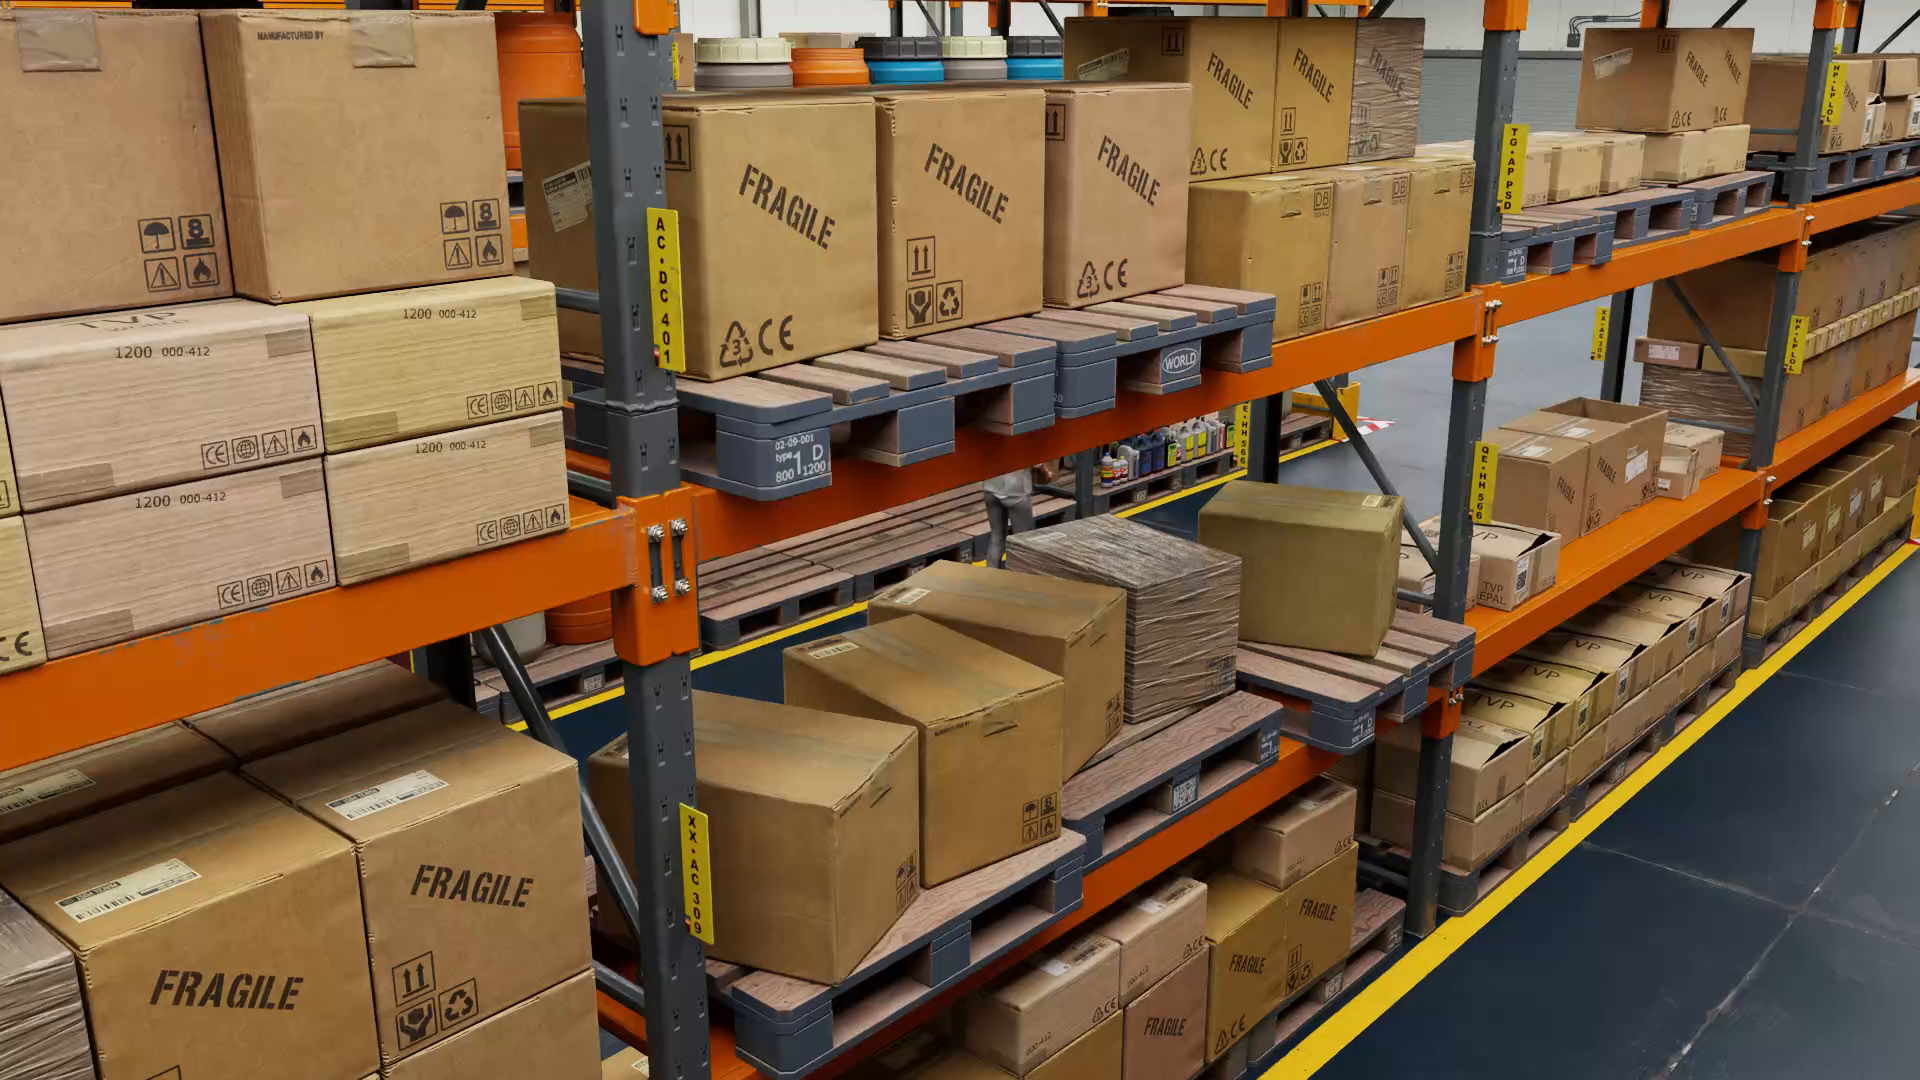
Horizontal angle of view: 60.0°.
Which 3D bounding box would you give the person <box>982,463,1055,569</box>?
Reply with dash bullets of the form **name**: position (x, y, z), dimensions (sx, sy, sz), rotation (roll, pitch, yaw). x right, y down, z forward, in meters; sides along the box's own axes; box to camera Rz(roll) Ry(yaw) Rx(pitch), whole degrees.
- **person**: position (0.373, -0.339, 11.151), dimensions (0.425, 1.596, 0.489), rotation (15, 22, 39)
